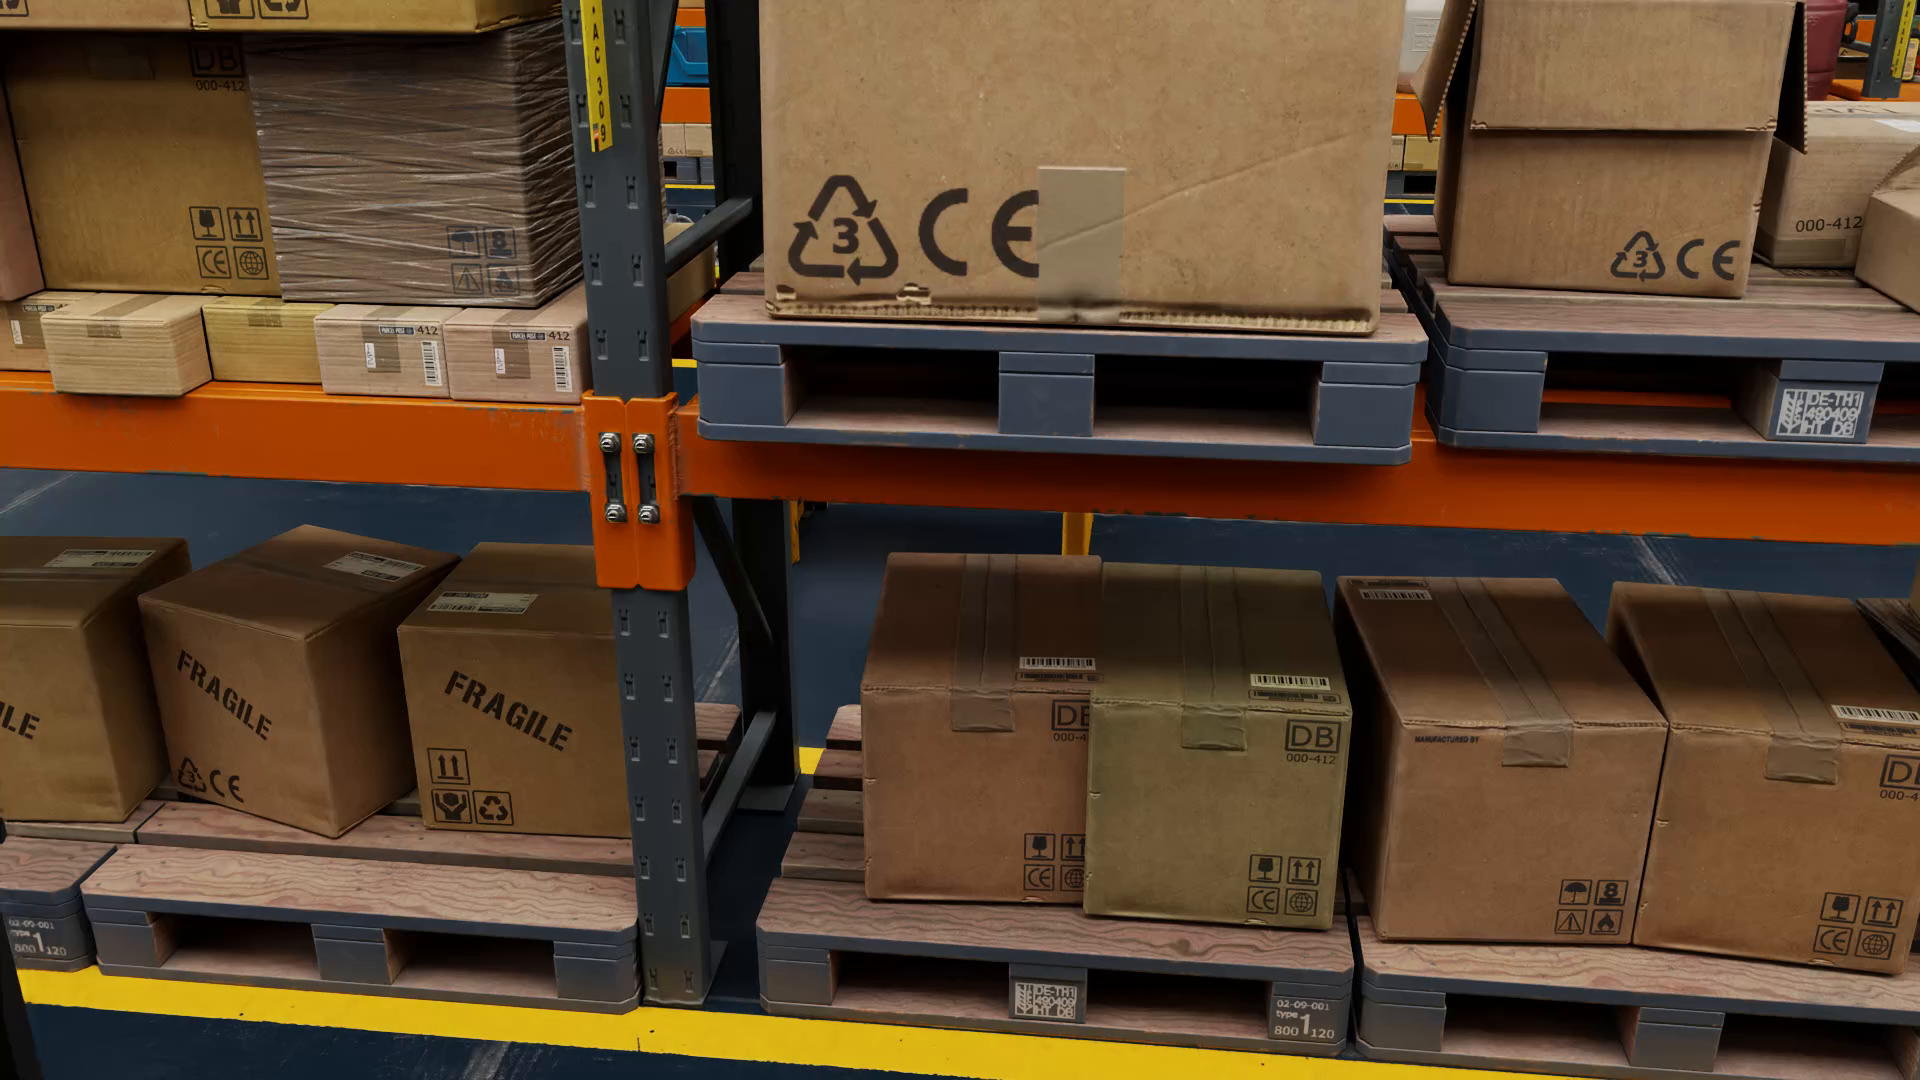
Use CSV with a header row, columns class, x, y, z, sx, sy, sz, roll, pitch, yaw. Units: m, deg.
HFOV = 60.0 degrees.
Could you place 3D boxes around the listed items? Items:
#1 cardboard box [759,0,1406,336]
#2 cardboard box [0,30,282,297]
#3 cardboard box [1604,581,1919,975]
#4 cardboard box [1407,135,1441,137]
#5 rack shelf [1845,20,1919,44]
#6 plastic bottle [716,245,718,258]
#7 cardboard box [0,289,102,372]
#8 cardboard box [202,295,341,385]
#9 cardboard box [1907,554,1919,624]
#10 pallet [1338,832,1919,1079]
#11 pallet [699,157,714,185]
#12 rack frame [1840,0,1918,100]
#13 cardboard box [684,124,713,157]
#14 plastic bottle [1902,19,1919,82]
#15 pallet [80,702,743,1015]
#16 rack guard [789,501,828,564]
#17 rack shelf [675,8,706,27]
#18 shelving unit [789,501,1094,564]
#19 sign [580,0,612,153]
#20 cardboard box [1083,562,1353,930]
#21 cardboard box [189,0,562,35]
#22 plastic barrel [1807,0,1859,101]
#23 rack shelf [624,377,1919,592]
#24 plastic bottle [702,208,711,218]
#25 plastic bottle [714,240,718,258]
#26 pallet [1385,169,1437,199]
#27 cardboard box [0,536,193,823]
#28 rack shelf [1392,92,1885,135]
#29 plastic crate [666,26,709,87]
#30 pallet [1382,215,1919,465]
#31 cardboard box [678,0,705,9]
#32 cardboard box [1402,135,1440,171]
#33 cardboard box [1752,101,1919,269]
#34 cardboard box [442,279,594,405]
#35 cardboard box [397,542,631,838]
class,x,y,z,sx,sy,sz,roll,pitch,yaw
cardboard box,0.232,-0.990,2.977,1.000,1.000,1.000,3,22,7
cardboard box,-1.472,-0.863,3.501,0.500,0.500,0.875,2,22,6
cardboard box,1.648,0.467,3.481,0.500,0.500,0.700,4,22,11
cardboard box,3.536,-3.175,12.297,0.500,0.311,0.500,2,22,5
rack shelf,6.588,-3.624,12.004,4.000,0.370,1.077,2,22,6
plastic bottle,-1.155,-1.334,8.331,0.133,0.283,0.061,2,22,6
cardboard box,-1.771,-0.462,3.371,0.250,0.149,0.380,2,22,6
cardboard box,-1.277,-0.433,3.298,0.250,0.149,0.380,2,22,6
cardboard box,2.235,0.144,3.278,0.500,0.250,0.500,5,22,12
pallet,1.448,0.781,3.678,1.213,0.211,1.003,2,22,6
pallet,-1.370,-3.023,13.298,1.213,0.211,1.003,2,22,6
rack frame,4.015,-2.236,7.517,0.127,3.000,1.000,2,22,6
cardboard box,-1.843,-3.161,13.024,0.500,0.250,0.500,2,22,6
plastic bottle,4.467,-2.320,7.888,0.133,0.283,0.061,2,22,6
pallet,-1.211,0.679,3.934,1.213,0.211,1.003,2,22,6
rack guard,-0.570,-0.141,5.957,0.087,0.250,0.587,2,22,6
rack shelf,-1.357,-3.970,12.880,4.000,0.370,1.077,2,22,6
shelving unit,-0.076,-0.701,5.672,1.083,1.500,0.587,2,22,6
sign,-0.596,-0.805,2.719,0.005,0.325,0.100,2,22,6
cardboard box,0.539,0.419,3.603,0.500,0.500,0.700,2,22,6
cardboard box,-1.019,-1.170,2.919,0.500,0.500,0.500,2,22,6
plastic barrel,3.519,-2.209,7.263,0.708,0.536,0.600,2,22,6
rack shelf,1.446,-0.180,3.294,4.000,0.370,1.077,2,22,6
plastic bottle,-1.320,-1.595,8.900,0.185,0.351,0.144,2,22,6
plastic bottle,-1.312,-1.505,8.774,0.135,0.276,0.152,2,22,6
pallet,3.789,-2.798,12.730,1.213,0.211,1.003,2,22,6
cardboard box,-2.128,0.314,3.895,0.500,0.500,0.500,1,22,1
rack shelf,2.029,-1.988,7.868,4.000,0.370,1.077,2,22,6
plastic crate,-1.088,-2.289,7.852,0.616,0.251,0.499,2,22,6
pallet,1.461,-0.410,3.157,1.213,0.211,1.003,2,22,6
cardboard box,-1.866,-4.368,12.772,0.500,0.500,0.700,3,22,7
cardboard box,3.538,-2.916,12.405,0.500,0.250,0.500,2,22,6
cardboard box,1.795,-0.710,3.289,0.500,0.250,0.500,2,22,5
cardboard box,-0.788,-0.386,3.179,0.250,0.149,0.380,2,22,6
cardboard box,-0.933,0.334,3.844,0.500,0.500,0.500,2,22,5
